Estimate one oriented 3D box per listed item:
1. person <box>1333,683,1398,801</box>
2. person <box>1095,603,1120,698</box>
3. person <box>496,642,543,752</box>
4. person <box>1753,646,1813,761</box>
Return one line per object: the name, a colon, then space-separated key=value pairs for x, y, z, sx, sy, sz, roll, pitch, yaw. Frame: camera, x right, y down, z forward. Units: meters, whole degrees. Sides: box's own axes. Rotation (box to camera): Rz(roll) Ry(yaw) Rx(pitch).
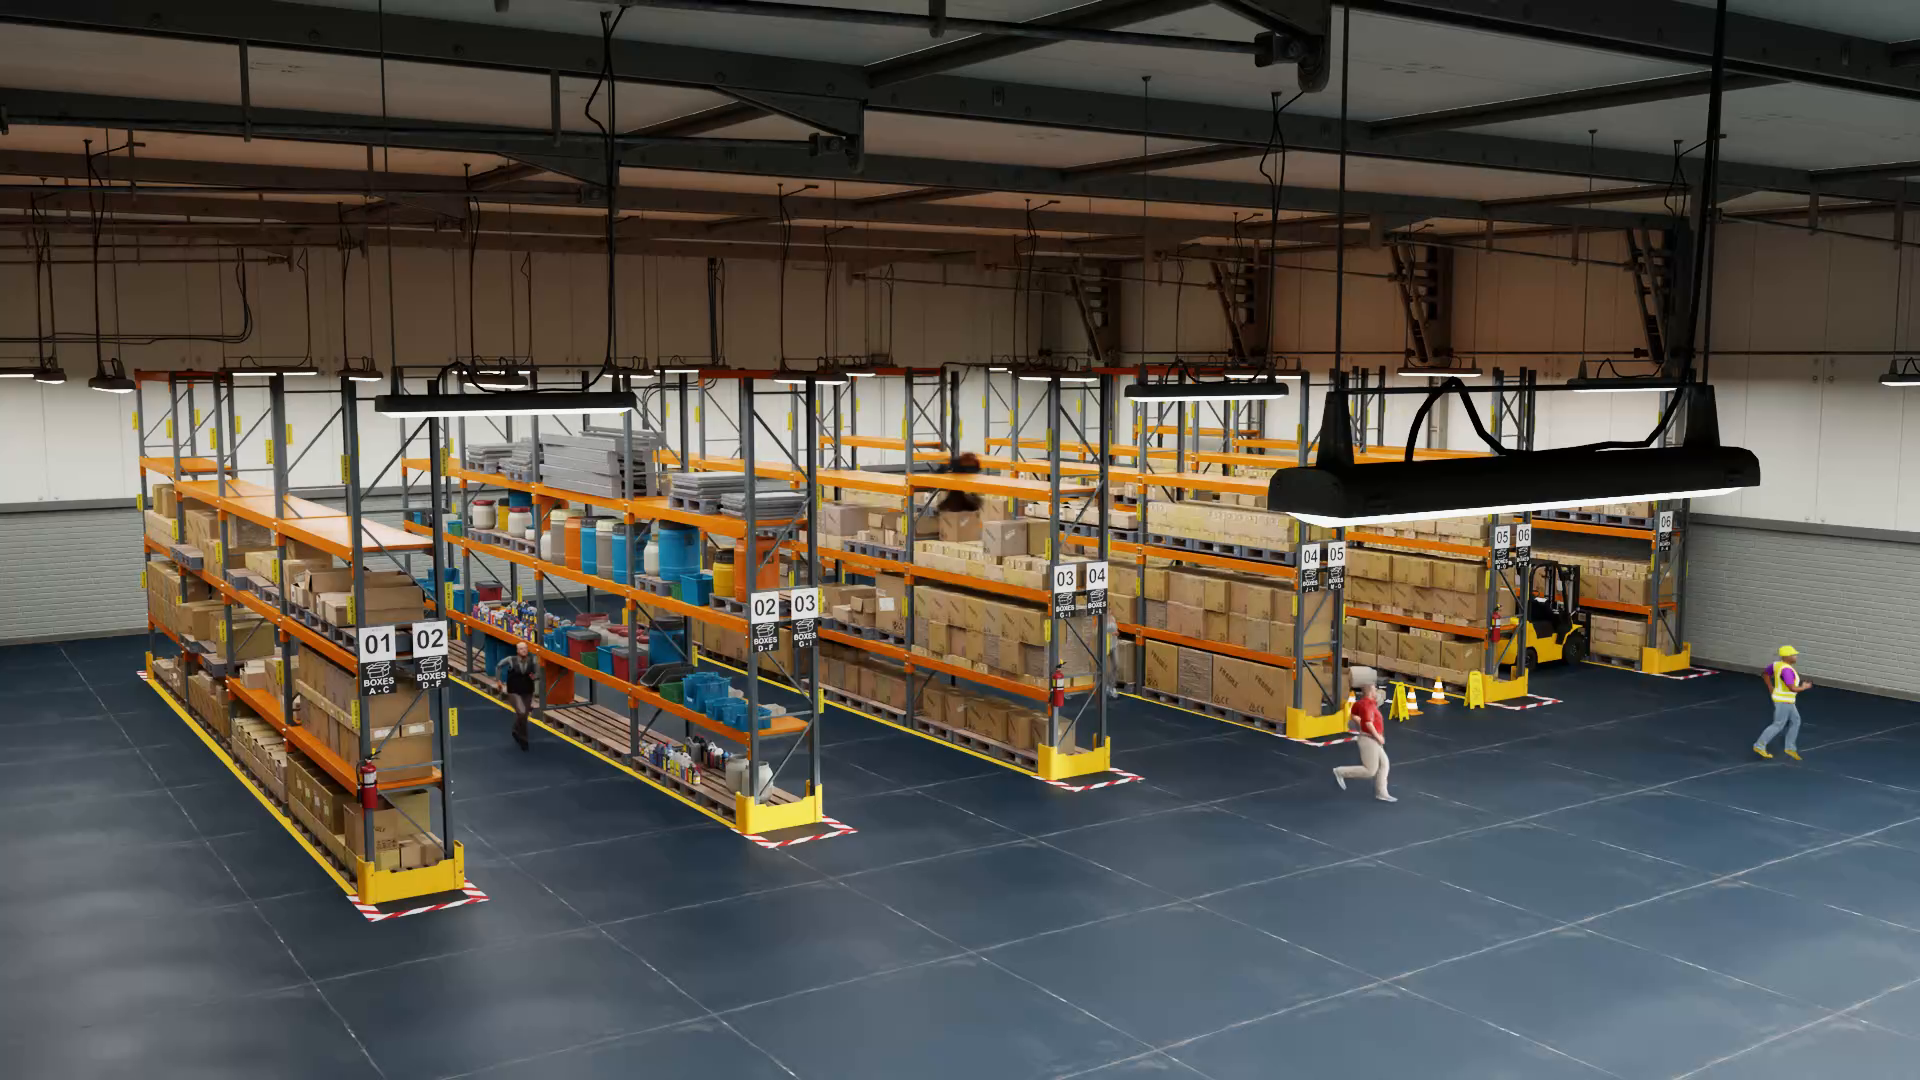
person: x=5.740 y=2.870 z=23.491 sx=0.939 sy=1.708 sz=0.651 roll=1 pitch=6 yaw=5
person: x=2.640 y=1.955 z=29.454 sx=0.514 sy=1.679 sz=0.644 roll=-5 pitch=8 yaw=-36
person: x=-7.037 y=2.488 z=26.621 sx=0.679 sy=1.756 sz=0.849 roll=-4 pitch=8 yaw=-32
person: x=12.757 y=2.544 z=25.785 sx=0.787 sy=1.834 sz=0.720 roll=2 pitch=7 yaw=19
